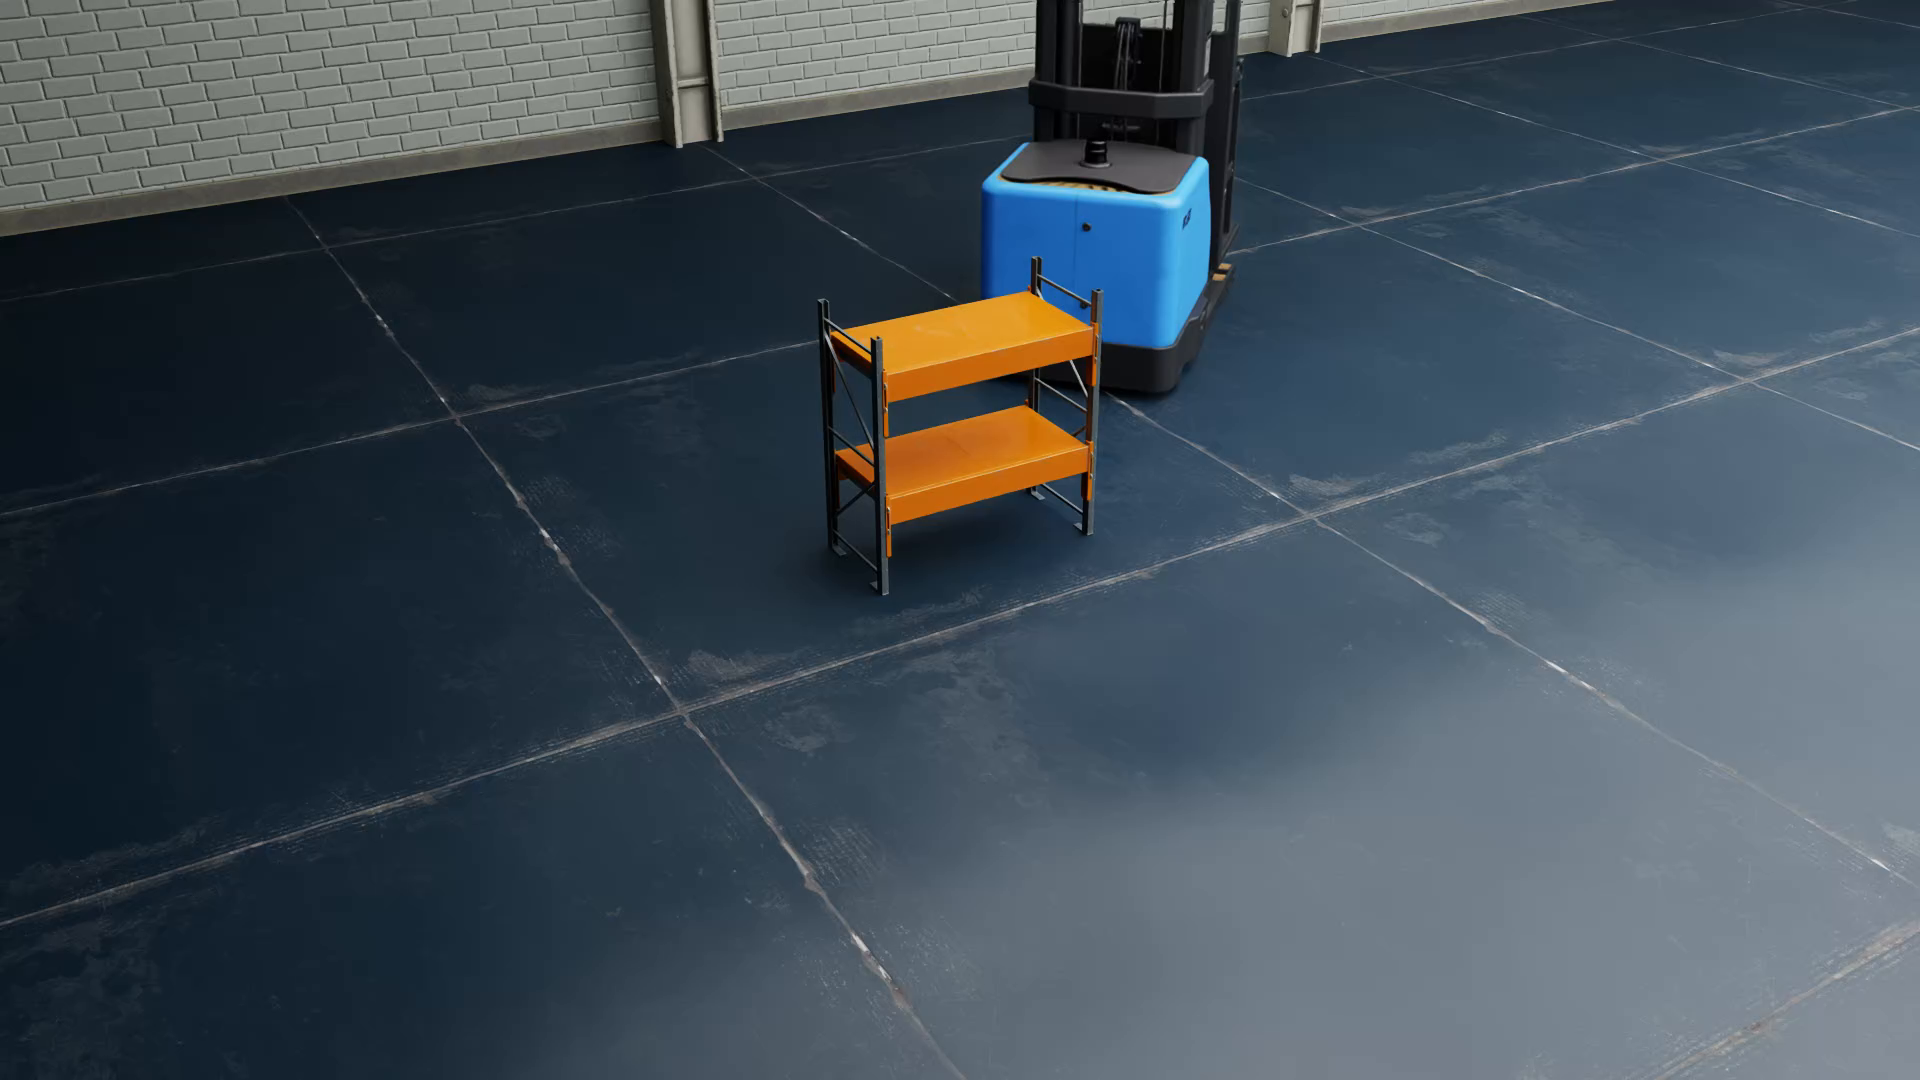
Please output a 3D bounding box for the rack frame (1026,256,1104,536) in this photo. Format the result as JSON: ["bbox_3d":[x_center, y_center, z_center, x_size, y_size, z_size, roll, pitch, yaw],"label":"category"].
[{"bbox_3d":[0.444,-0.619,7.207,0.032,1.125,0.500,-16,33,-26],"label":"rack frame"}]

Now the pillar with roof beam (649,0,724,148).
[{"bbox_3d":[0.113,-5.241,7.434,0.400,9.000,9.100,-16,33,-26],"label":"pillar with roof beam"}]

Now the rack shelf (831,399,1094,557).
[{"bbox_3d":[0.006,-0.280,7.099,1.000,0.278,0.538,-16,33,-26],"label":"rack shelf"}]

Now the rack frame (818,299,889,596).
[{"bbox_3d":[-0.432,-0.370,6.756,0.032,1.125,0.500,-16,33,-26],"label":"rack frame"}]

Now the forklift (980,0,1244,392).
[{"bbox_3d":[1.018,-2.731,9.164,1.130,2.935,3.031,9,30,15],"label":"forklift"}]

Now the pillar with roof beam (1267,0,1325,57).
[{"bbox_3d":[5.286,-6.710,10.095,0.400,9.000,9.100,-16,33,-26],"label":"pillar with roof beam"}]

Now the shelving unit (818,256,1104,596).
[{"bbox_3d":[0.006,-0.494,6.981,1.048,1.125,0.538,-16,33,-26],"label":"shelving unit"}]

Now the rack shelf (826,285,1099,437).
[{"bbox_3d":[0.006,-0.750,6.840,1.000,0.278,0.538,-16,33,-26],"label":"rack shelf"}]
